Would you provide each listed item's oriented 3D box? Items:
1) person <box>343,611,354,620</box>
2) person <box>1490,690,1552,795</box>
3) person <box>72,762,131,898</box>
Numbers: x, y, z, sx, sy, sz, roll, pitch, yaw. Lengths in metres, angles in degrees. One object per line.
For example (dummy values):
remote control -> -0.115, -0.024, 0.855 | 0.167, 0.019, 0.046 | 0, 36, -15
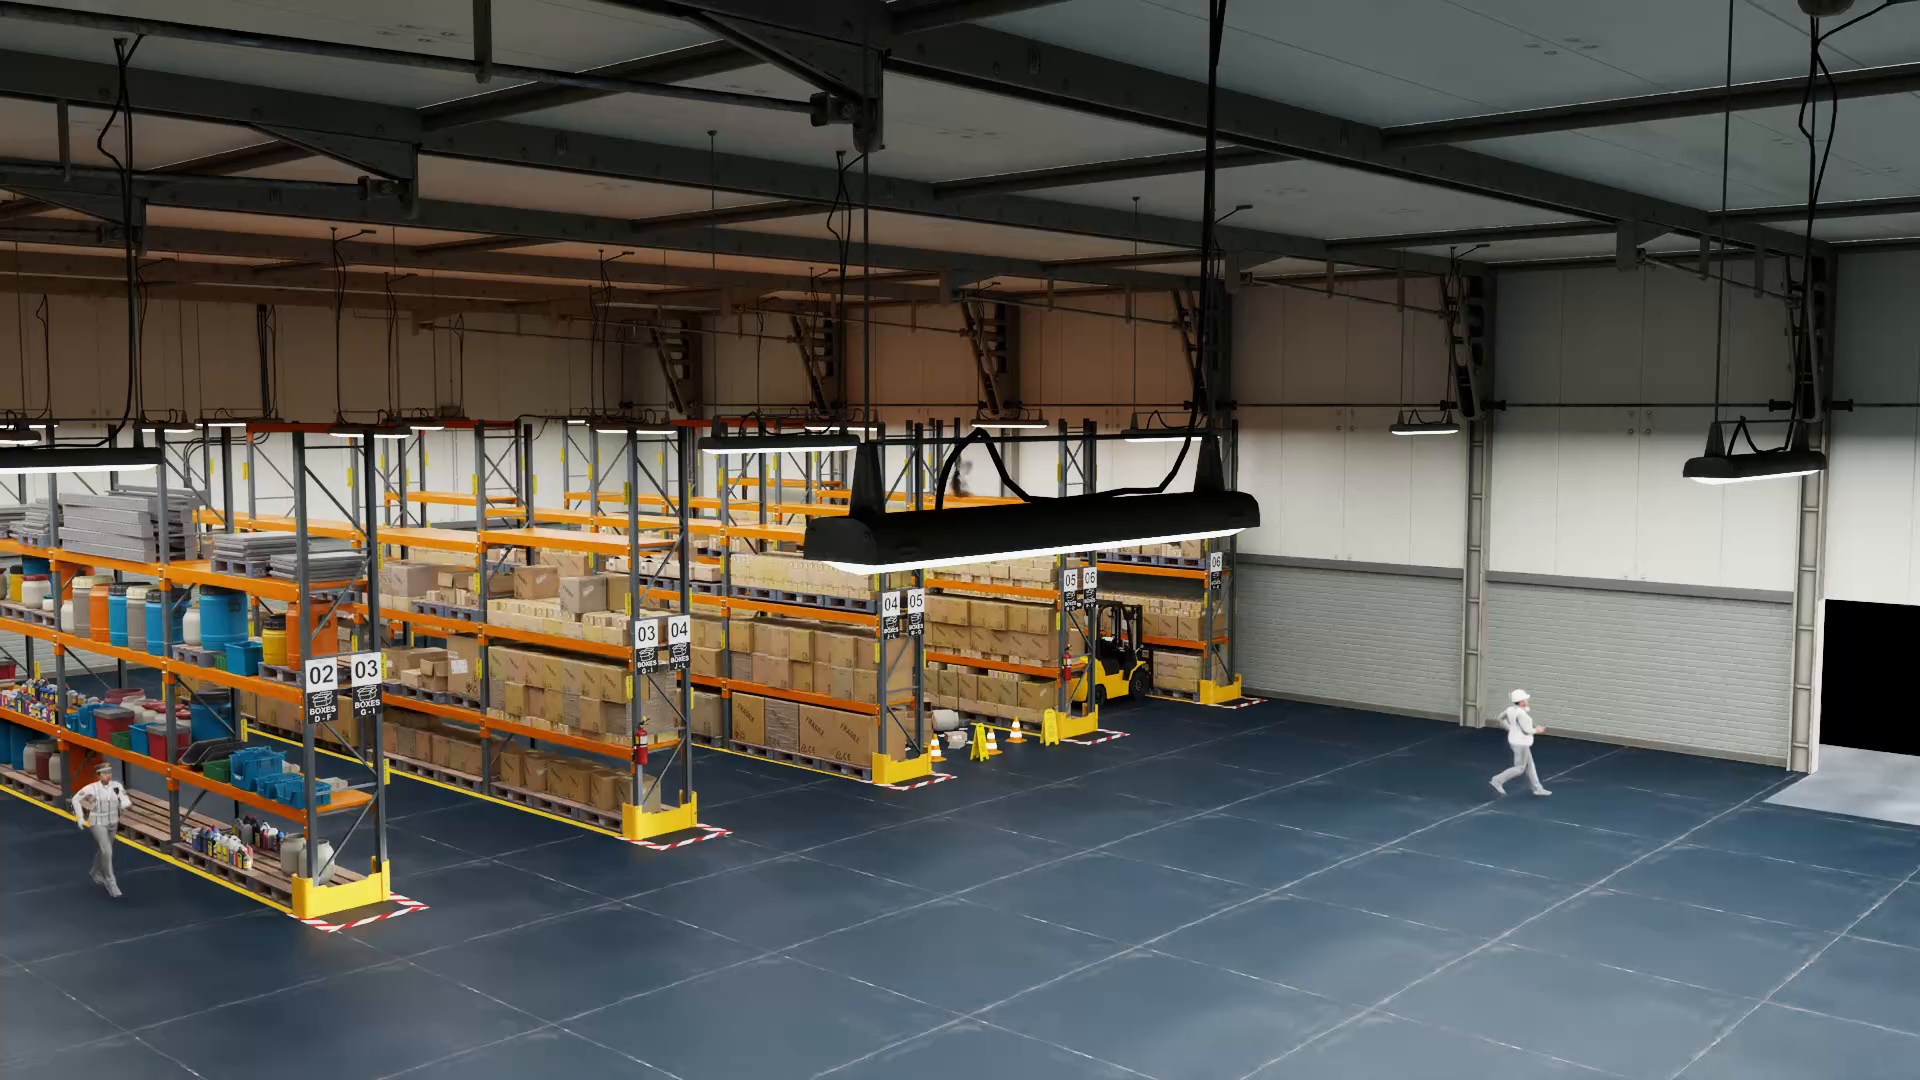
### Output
person -> -14.423, 2.295, 38.949 | 0.762, 1.724, 0.802 | 4, 6, 39
person -> 8.998, 3.252, 26.628 | 1.054, 1.732, 0.672 | 0, 5, -1
person -> -11.096, 3.716, 21.554 | 0.849, 1.739, 0.580 | 3, 6, 32
